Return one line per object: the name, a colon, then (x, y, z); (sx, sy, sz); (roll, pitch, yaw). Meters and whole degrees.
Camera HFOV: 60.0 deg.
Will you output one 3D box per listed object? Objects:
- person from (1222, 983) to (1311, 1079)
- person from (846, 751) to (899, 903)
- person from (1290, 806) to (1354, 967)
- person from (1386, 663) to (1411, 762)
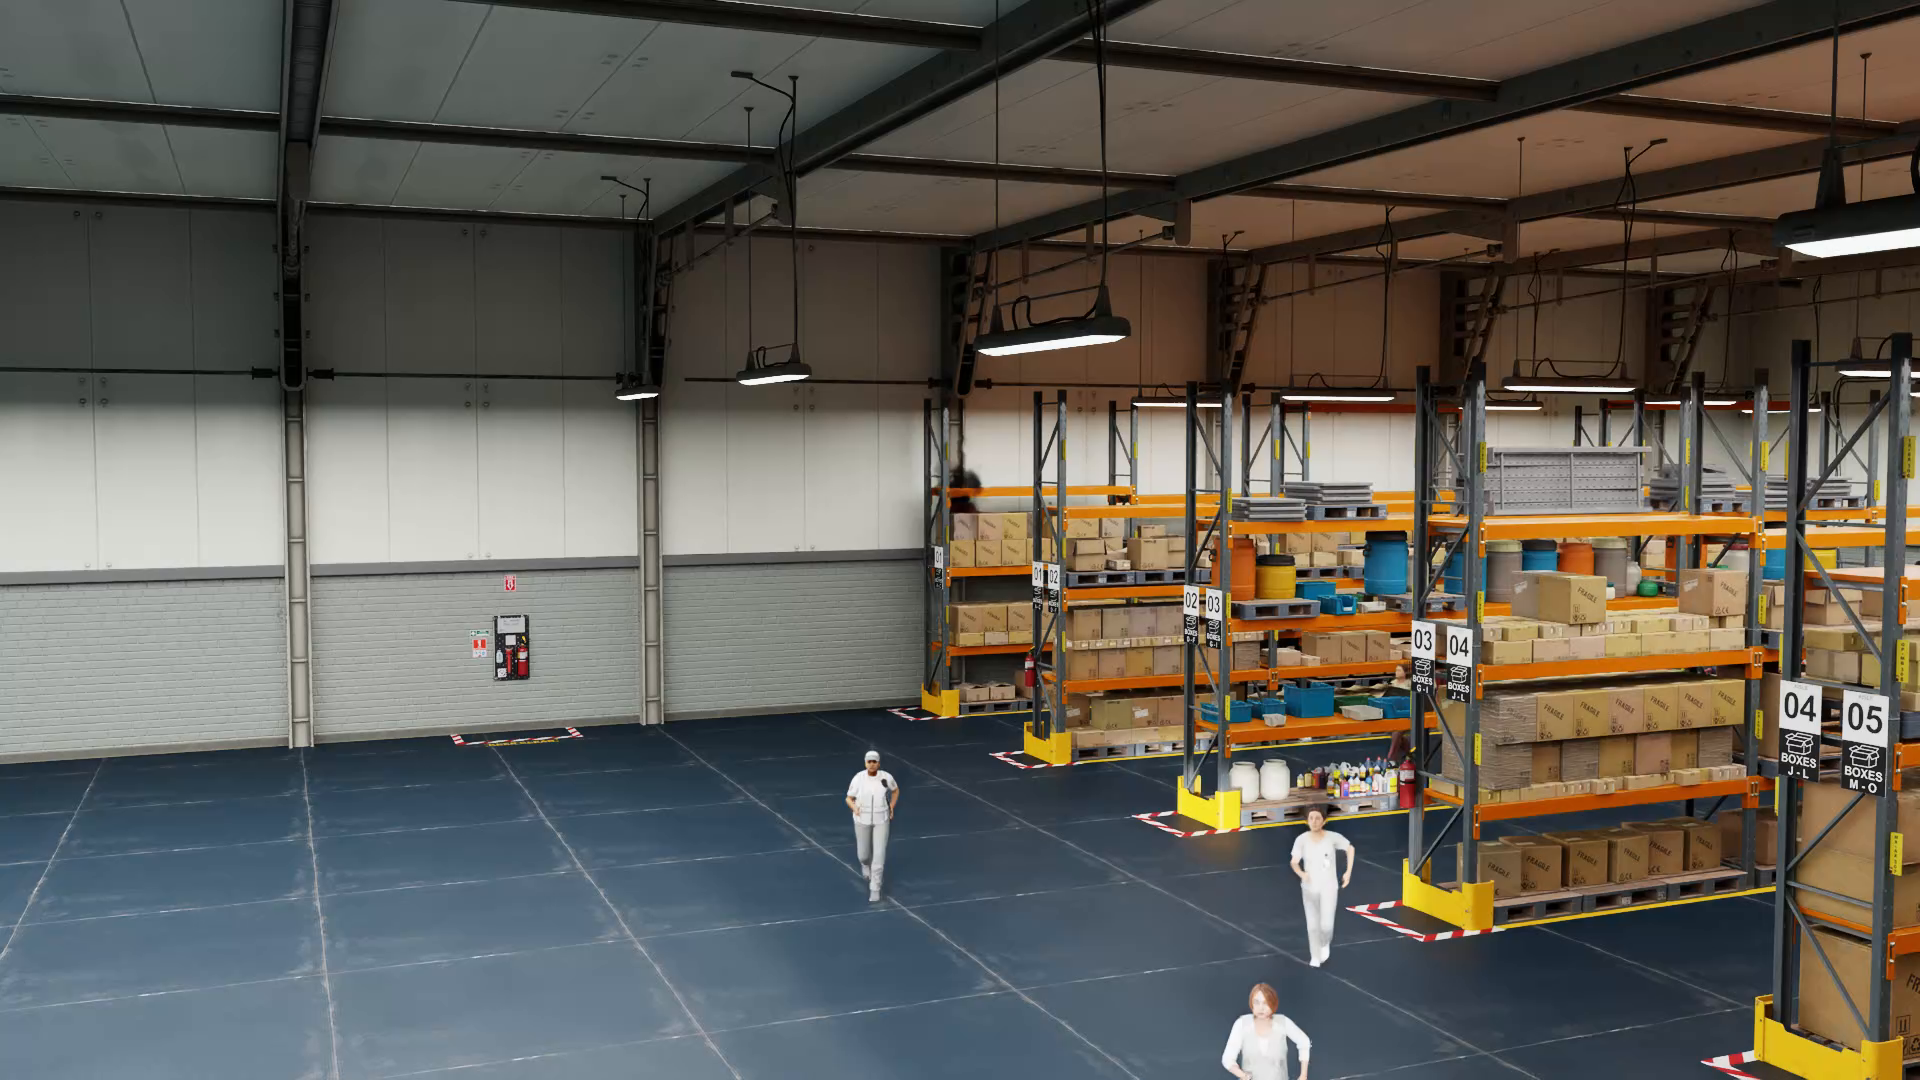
person: (2.013, 3.729, 10.974); (0.554, 1.653, 0.709); (1, 4, 17)
person: (-0.995, 3.226, 18.993); (0.607, 1.659, 0.849); (0, 3, -2)
person: (3.504, 3.392, 16.143); (0.584, 1.618, 0.706); (1, 4, 19)
person: (6.895, 2.761, 26.072); (0.908, 1.664, 0.580); (-2, 4, -36)
